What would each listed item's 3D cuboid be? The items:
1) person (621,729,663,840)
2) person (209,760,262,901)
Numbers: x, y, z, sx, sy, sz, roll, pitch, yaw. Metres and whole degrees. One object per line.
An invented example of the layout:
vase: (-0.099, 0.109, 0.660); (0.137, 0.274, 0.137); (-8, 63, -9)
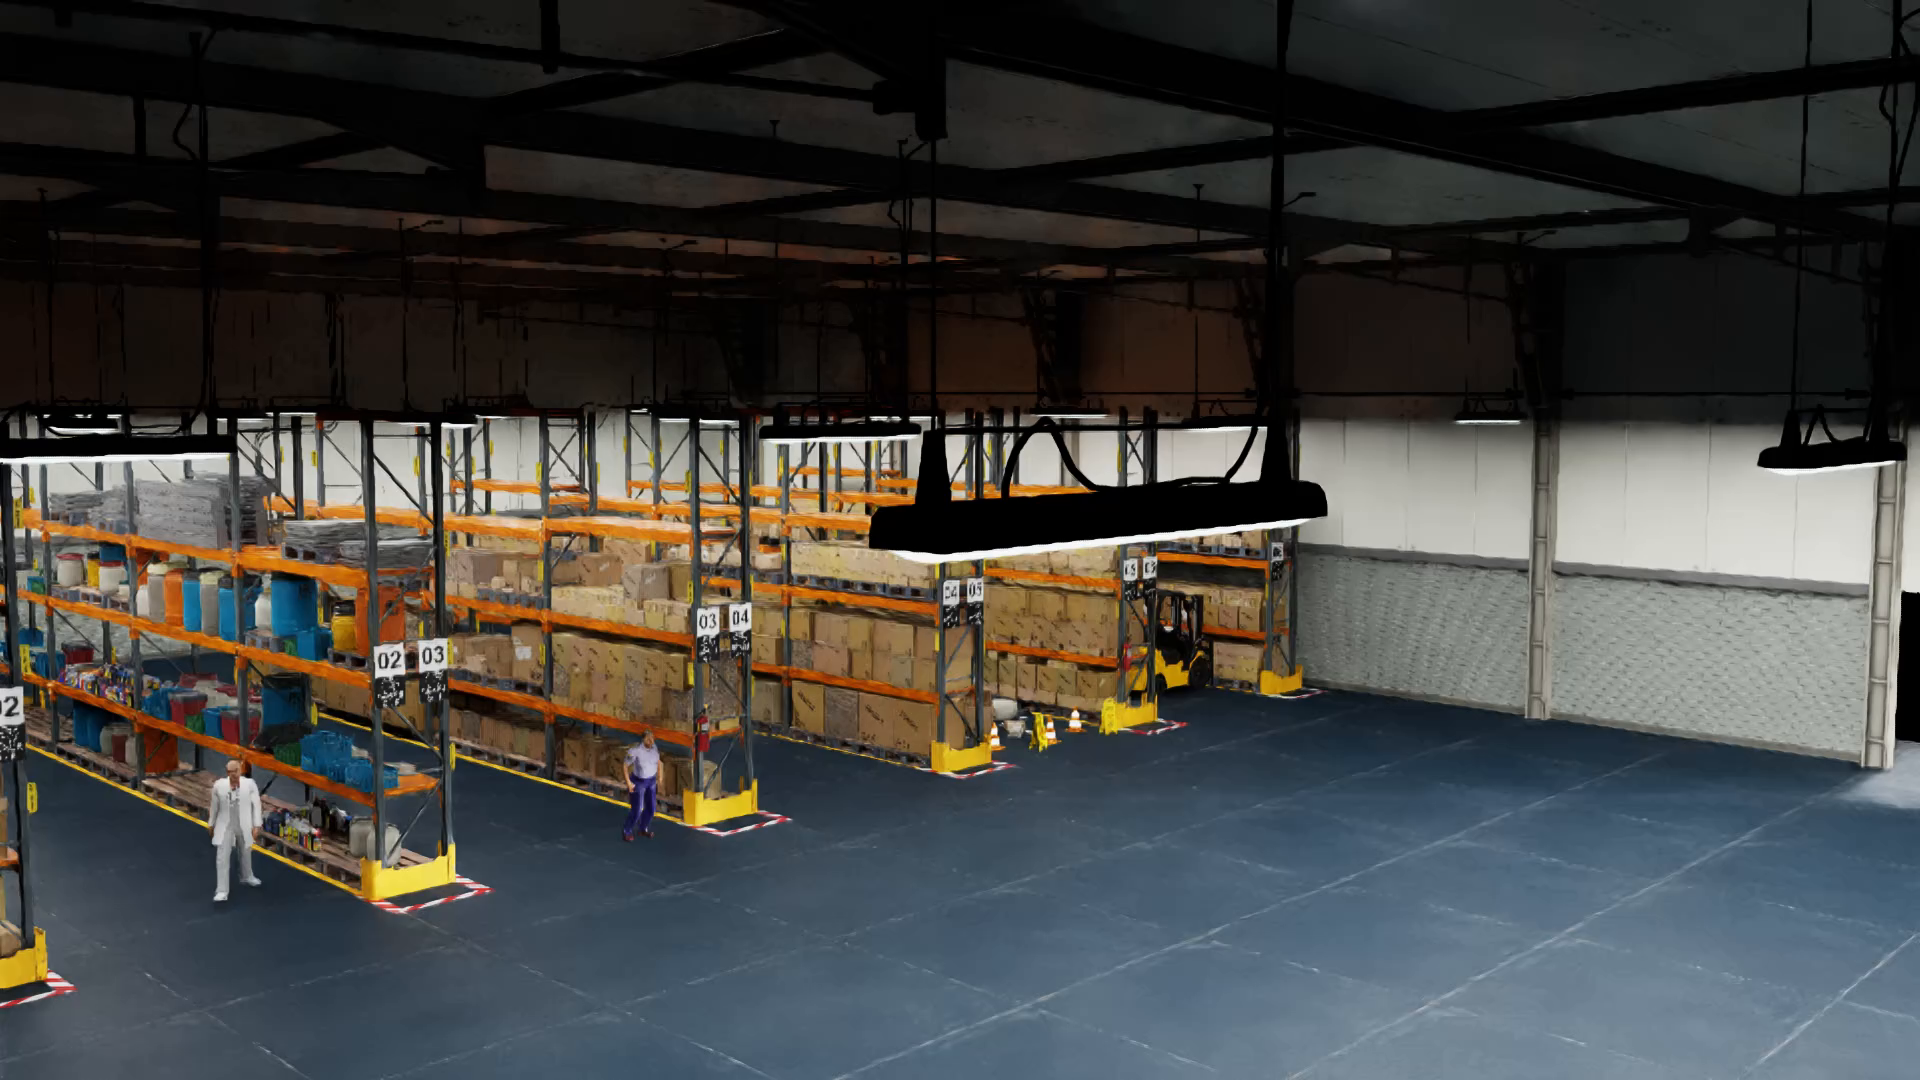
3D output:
person: (-4.516, 3.453, 23.609); (0.517, 1.596, 0.625); (5, 7, 43)
person: (-9.123, 3.610, 20.914); (0.603, 1.733, 1.016); (-2, 5, -22)
